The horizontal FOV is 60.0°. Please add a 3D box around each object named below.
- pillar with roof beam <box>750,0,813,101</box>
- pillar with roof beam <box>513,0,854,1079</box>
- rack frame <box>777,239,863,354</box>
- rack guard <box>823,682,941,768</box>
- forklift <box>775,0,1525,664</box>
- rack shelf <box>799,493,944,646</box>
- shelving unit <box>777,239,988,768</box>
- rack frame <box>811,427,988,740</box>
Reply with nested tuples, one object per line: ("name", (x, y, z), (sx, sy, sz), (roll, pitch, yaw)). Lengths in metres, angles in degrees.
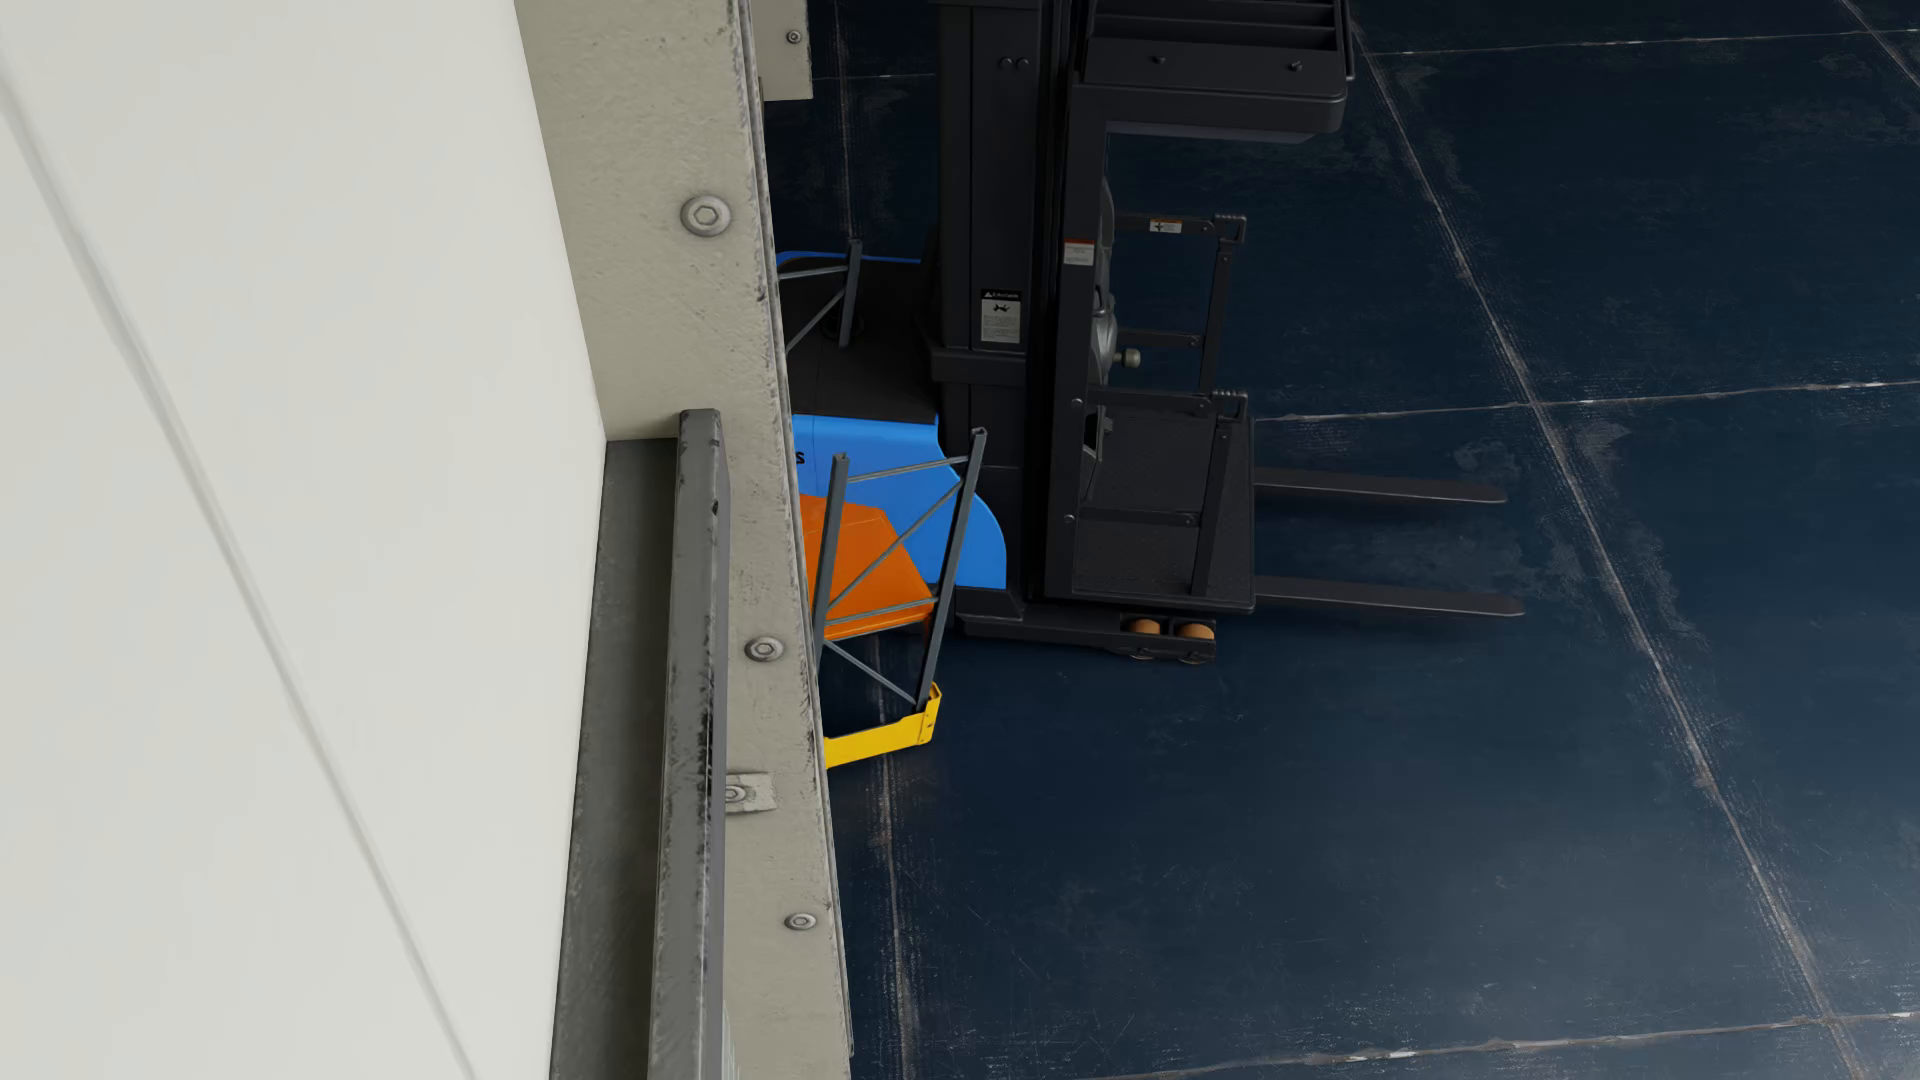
("pillar with roof beam", (3.306, -5.932, 6.307), (9.100, 9.000, 0.400), (-3, 47, -3))
("pillar with roof beam", (3.809, -1.591, 2.195), (9.100, 9.000, 0.400), (-3, 47, -3))
("rack frame", (-0.681, -0.452, 6.153), (0.500, 1.500, 0.032), (-12, 49, -23))
("rack guard", (-0.360, 0.681, 5.968), (0.587, 0.250, 0.087), (-12, 49, -23))
("forklift", (0.680, -0.938, 5.756), (3.031, 2.935, 1.130), (5, 47, 4))
("rack shelf", (-0.500, 0.021, 5.969), (0.538, 0.185, 1.000), (-12, 49, -23))
("shelving unit", (-0.468, -0.100, 5.839), (0.587, 1.500, 1.083), (-12, 49, -23))
("rack frame", (-0.262, 0.240, 5.537), (0.500, 1.500, 0.032), (-12, 49, -23))
